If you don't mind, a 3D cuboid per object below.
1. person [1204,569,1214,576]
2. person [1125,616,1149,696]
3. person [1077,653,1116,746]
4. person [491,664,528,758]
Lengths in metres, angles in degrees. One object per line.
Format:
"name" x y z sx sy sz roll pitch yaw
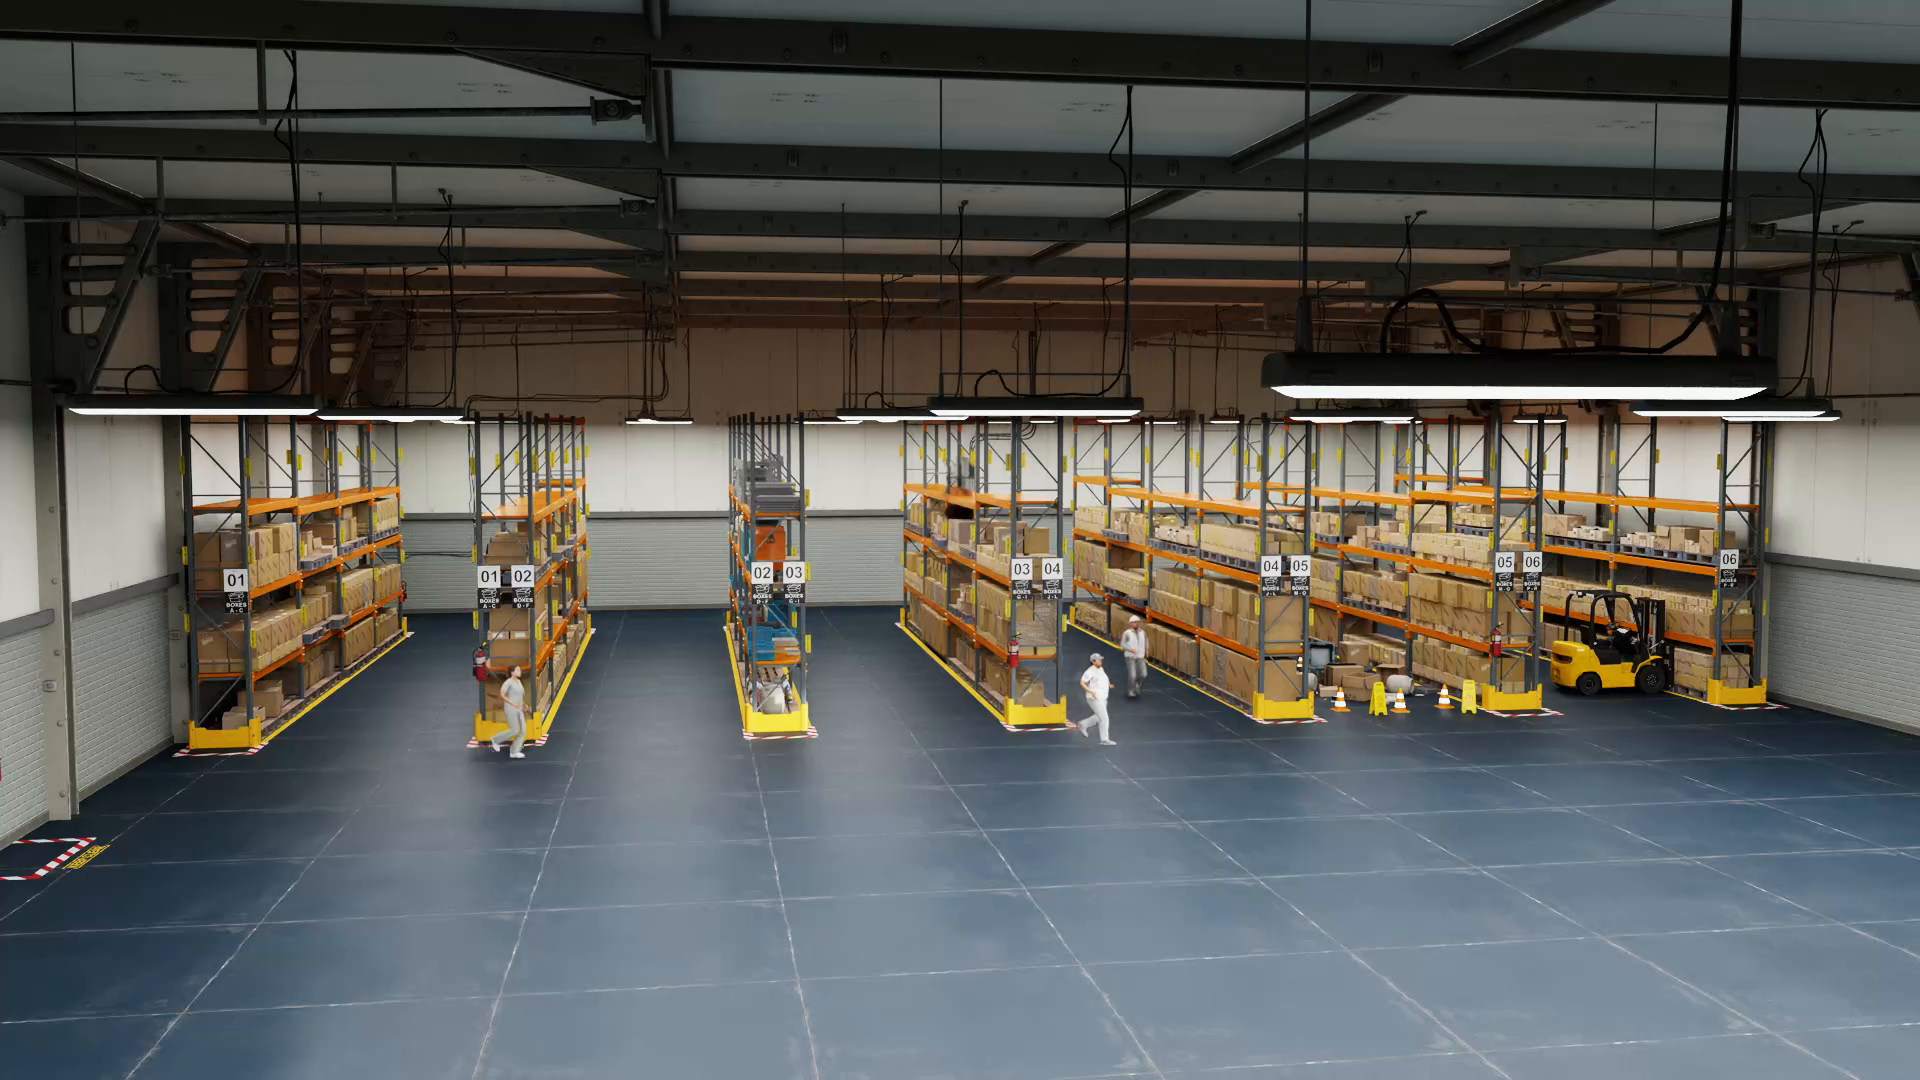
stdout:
"person" 7.503 1.399 50.623 0.527 1.685 0.715 0 4 -7
"person" 3.760 2.459 35.104 0.596 1.729 0.584 -1 4 -18
"person" 2.470 2.860 30.025 0.800 1.634 0.620 2 5 32
"person" -7.793 2.956 28.889 0.653 1.621 0.602 1 4 20
